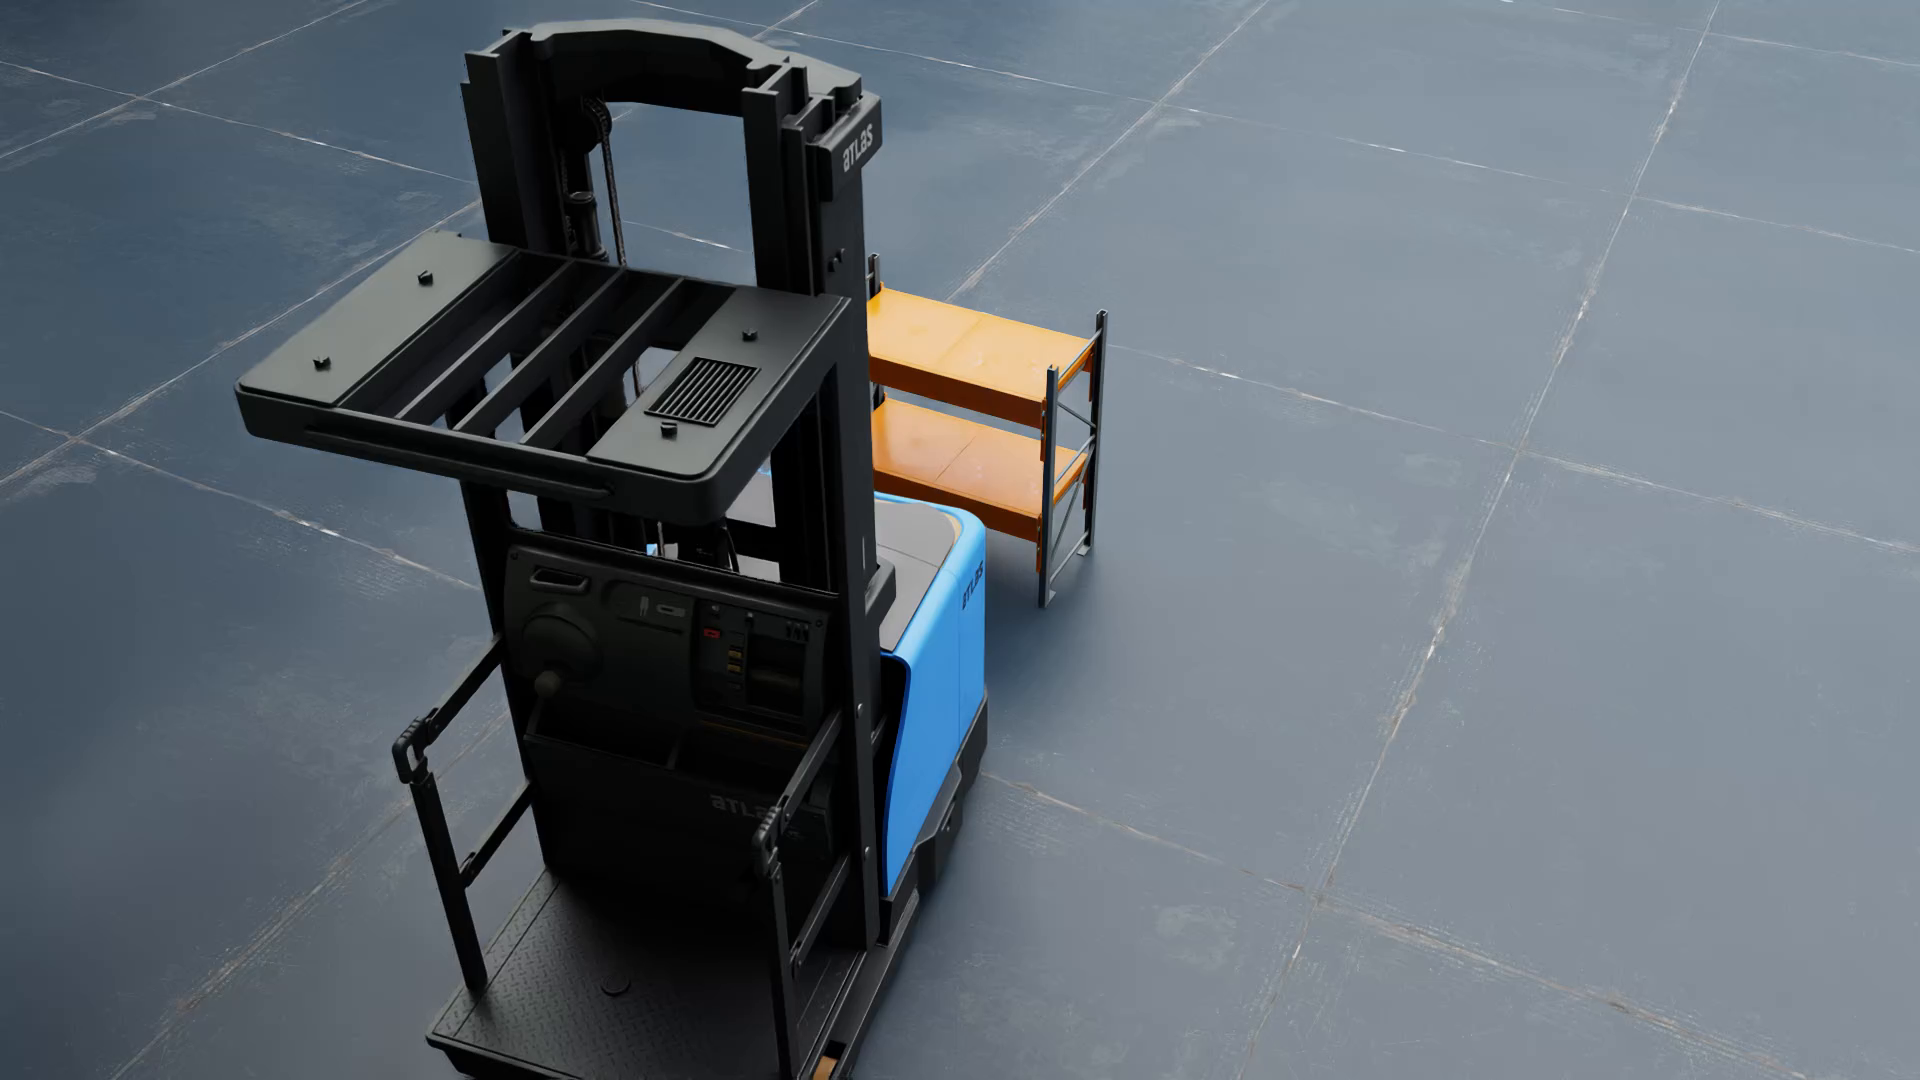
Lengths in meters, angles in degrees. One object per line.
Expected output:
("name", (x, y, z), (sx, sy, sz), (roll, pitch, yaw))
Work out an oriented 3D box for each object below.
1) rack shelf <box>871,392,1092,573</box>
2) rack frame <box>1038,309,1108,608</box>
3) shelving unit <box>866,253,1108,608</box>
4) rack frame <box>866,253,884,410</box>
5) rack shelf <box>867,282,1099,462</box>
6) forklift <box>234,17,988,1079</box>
("rack shelf", (-0.006, -0.255, 6.933), (1.000, 0.278, 0.538), (17, 41, 21))
("rack frame", (0.445, -0.309, 6.599), (0.032, 1.125, 0.500), (17, 41, 21))
("shelving unit", (-0.006, -0.450, 6.785), (1.048, 1.125, 0.538), (17, 41, 21))
("rack frame", (-0.457, -0.591, 6.971), (0.032, 1.125, 0.500), (17, 41, 21))
("rack shelf", (-0.006, -0.683, 6.608), (1.000, 0.278, 0.538), (17, 41, 21))
("forklift", (-0.852, 0.348, 4.240), (1.130, 2.935, 3.031), (11, 39, 15))
